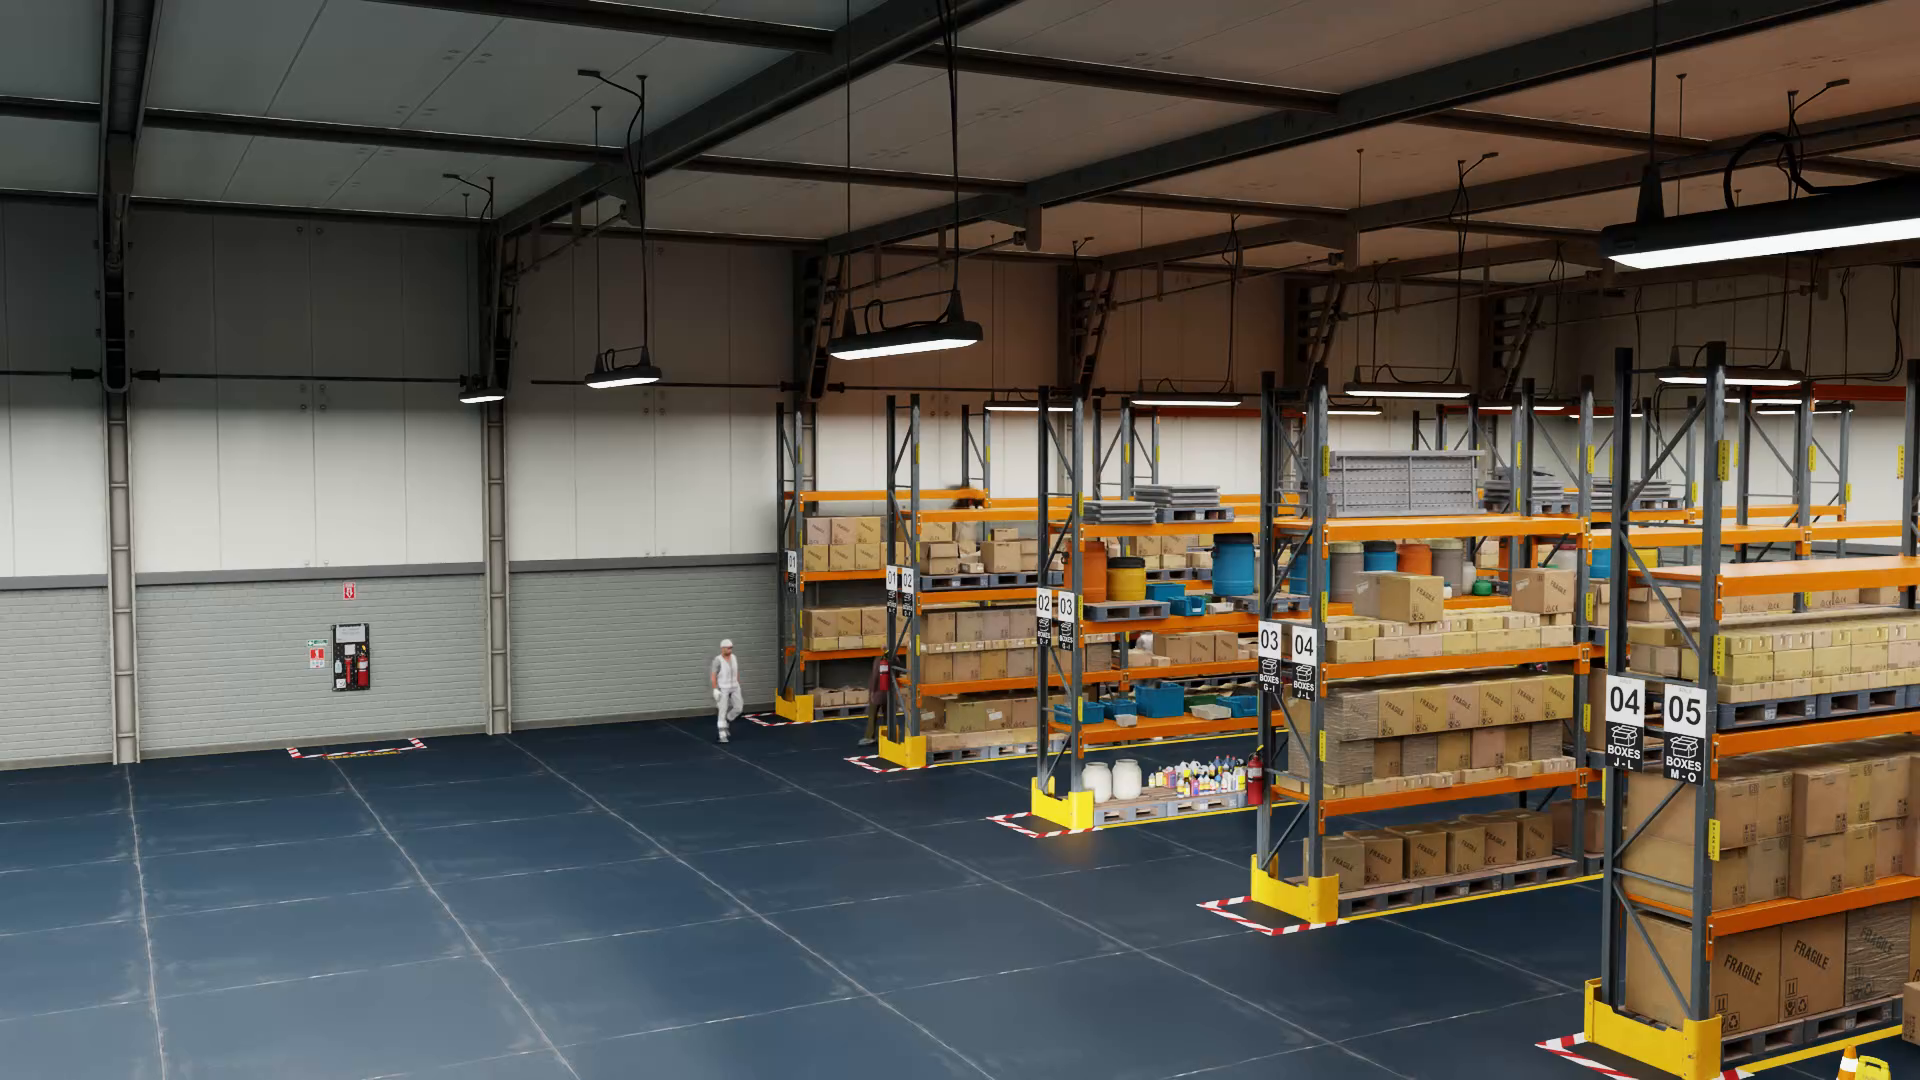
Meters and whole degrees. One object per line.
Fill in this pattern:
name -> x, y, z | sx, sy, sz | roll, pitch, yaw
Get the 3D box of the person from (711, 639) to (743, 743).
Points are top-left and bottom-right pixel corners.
person -> -4.083, 2.622, 29.142 | 0.633, 1.783, 0.609 | -3, 4, -43

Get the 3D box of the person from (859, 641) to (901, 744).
person -> -1.383, 2.644, 28.886 | 0.665, 1.799, 0.461 | -2, 4, -36

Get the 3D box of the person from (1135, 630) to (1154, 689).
person -> 3.615, 2.439, 32.400 | 0.602, 1.788, 0.390 | -2, 4, -27
